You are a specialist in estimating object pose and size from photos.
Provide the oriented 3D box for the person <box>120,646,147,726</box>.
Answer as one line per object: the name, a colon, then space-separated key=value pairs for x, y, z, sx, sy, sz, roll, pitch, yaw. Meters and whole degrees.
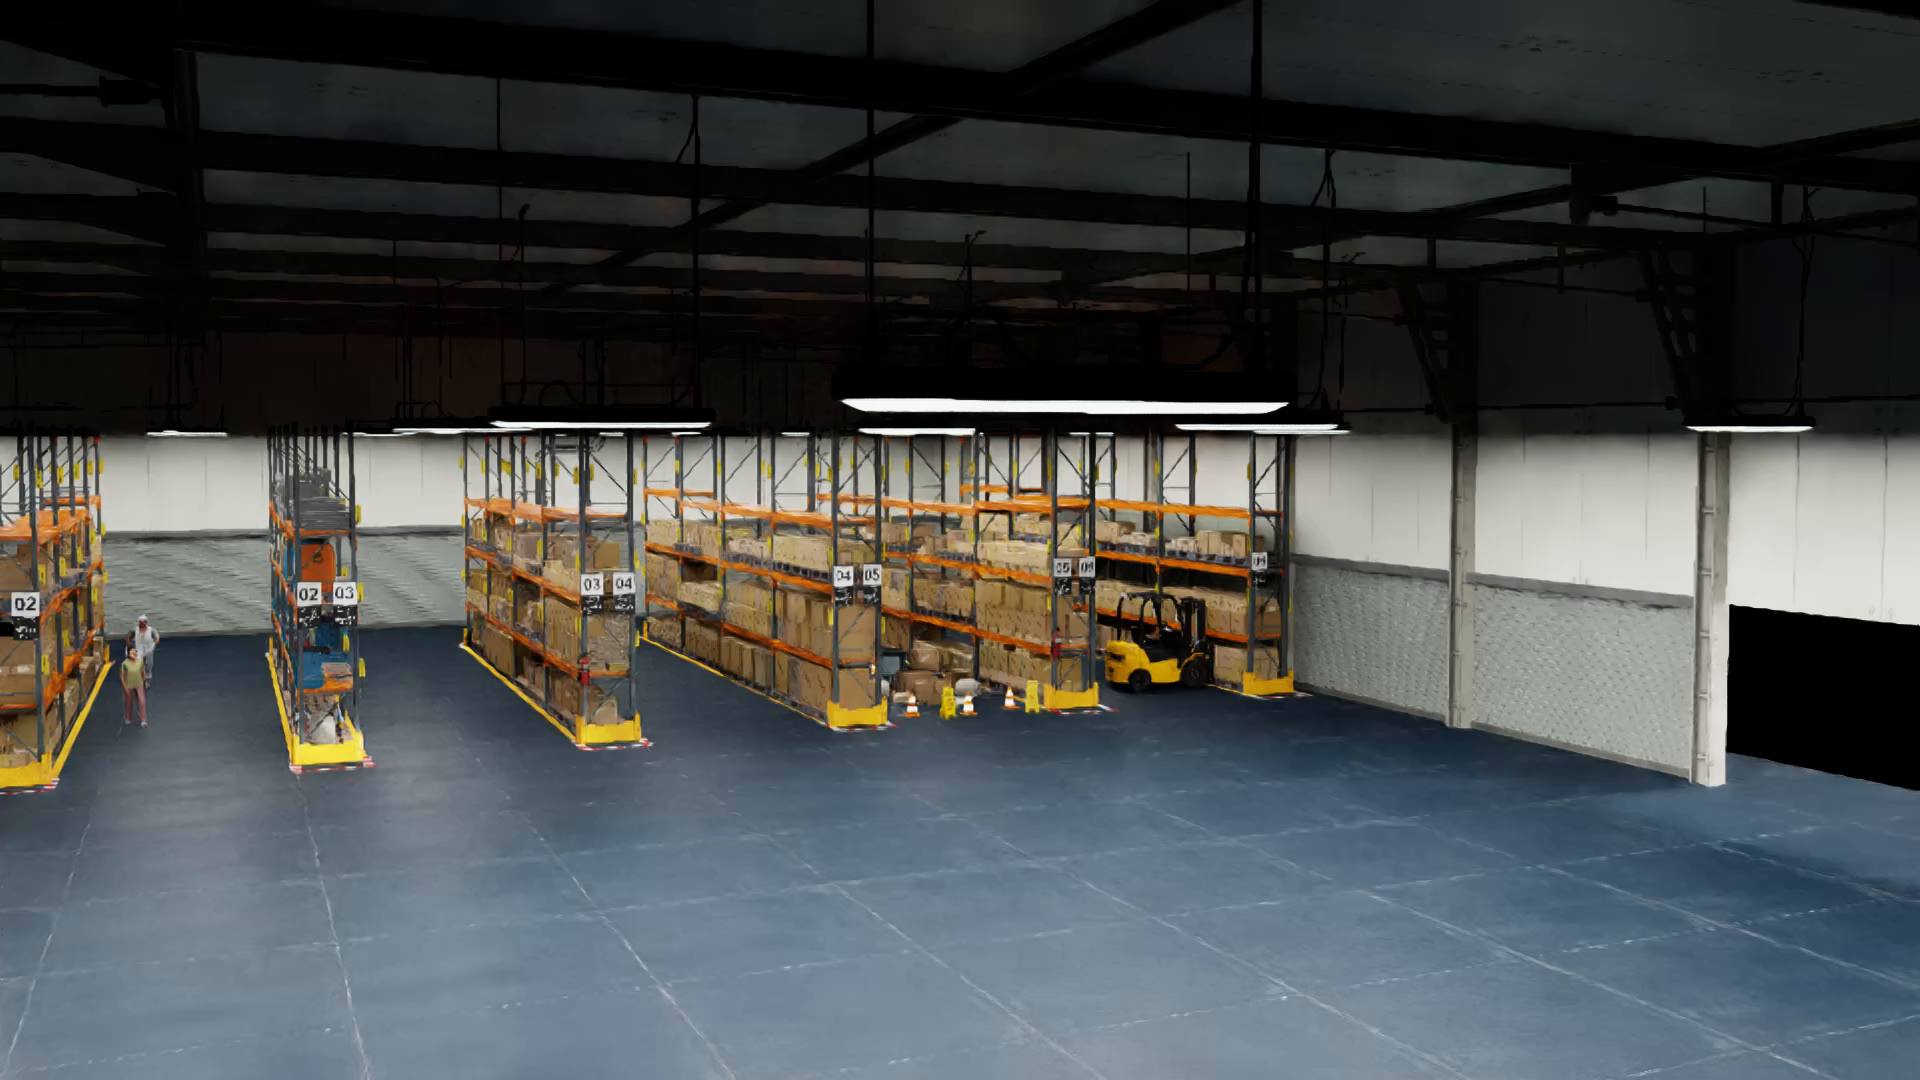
person: x=-16.400 y=2.889 z=32.984 sx=0.468 sy=1.588 sz=1.045 roll=-2 pitch=4 yaw=-32

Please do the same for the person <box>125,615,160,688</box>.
person: x=-18.595 y=2.548 z=37.821 sx=0.700 sy=1.728 sz=0.816 roll=-2 pitch=4 yaw=-28

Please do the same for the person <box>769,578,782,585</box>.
person: x=-5.522 y=1.831 z=49.243 sx=0.697 sy=1.783 sz=0.662 roll=-3 pitch=4 yaw=-39
